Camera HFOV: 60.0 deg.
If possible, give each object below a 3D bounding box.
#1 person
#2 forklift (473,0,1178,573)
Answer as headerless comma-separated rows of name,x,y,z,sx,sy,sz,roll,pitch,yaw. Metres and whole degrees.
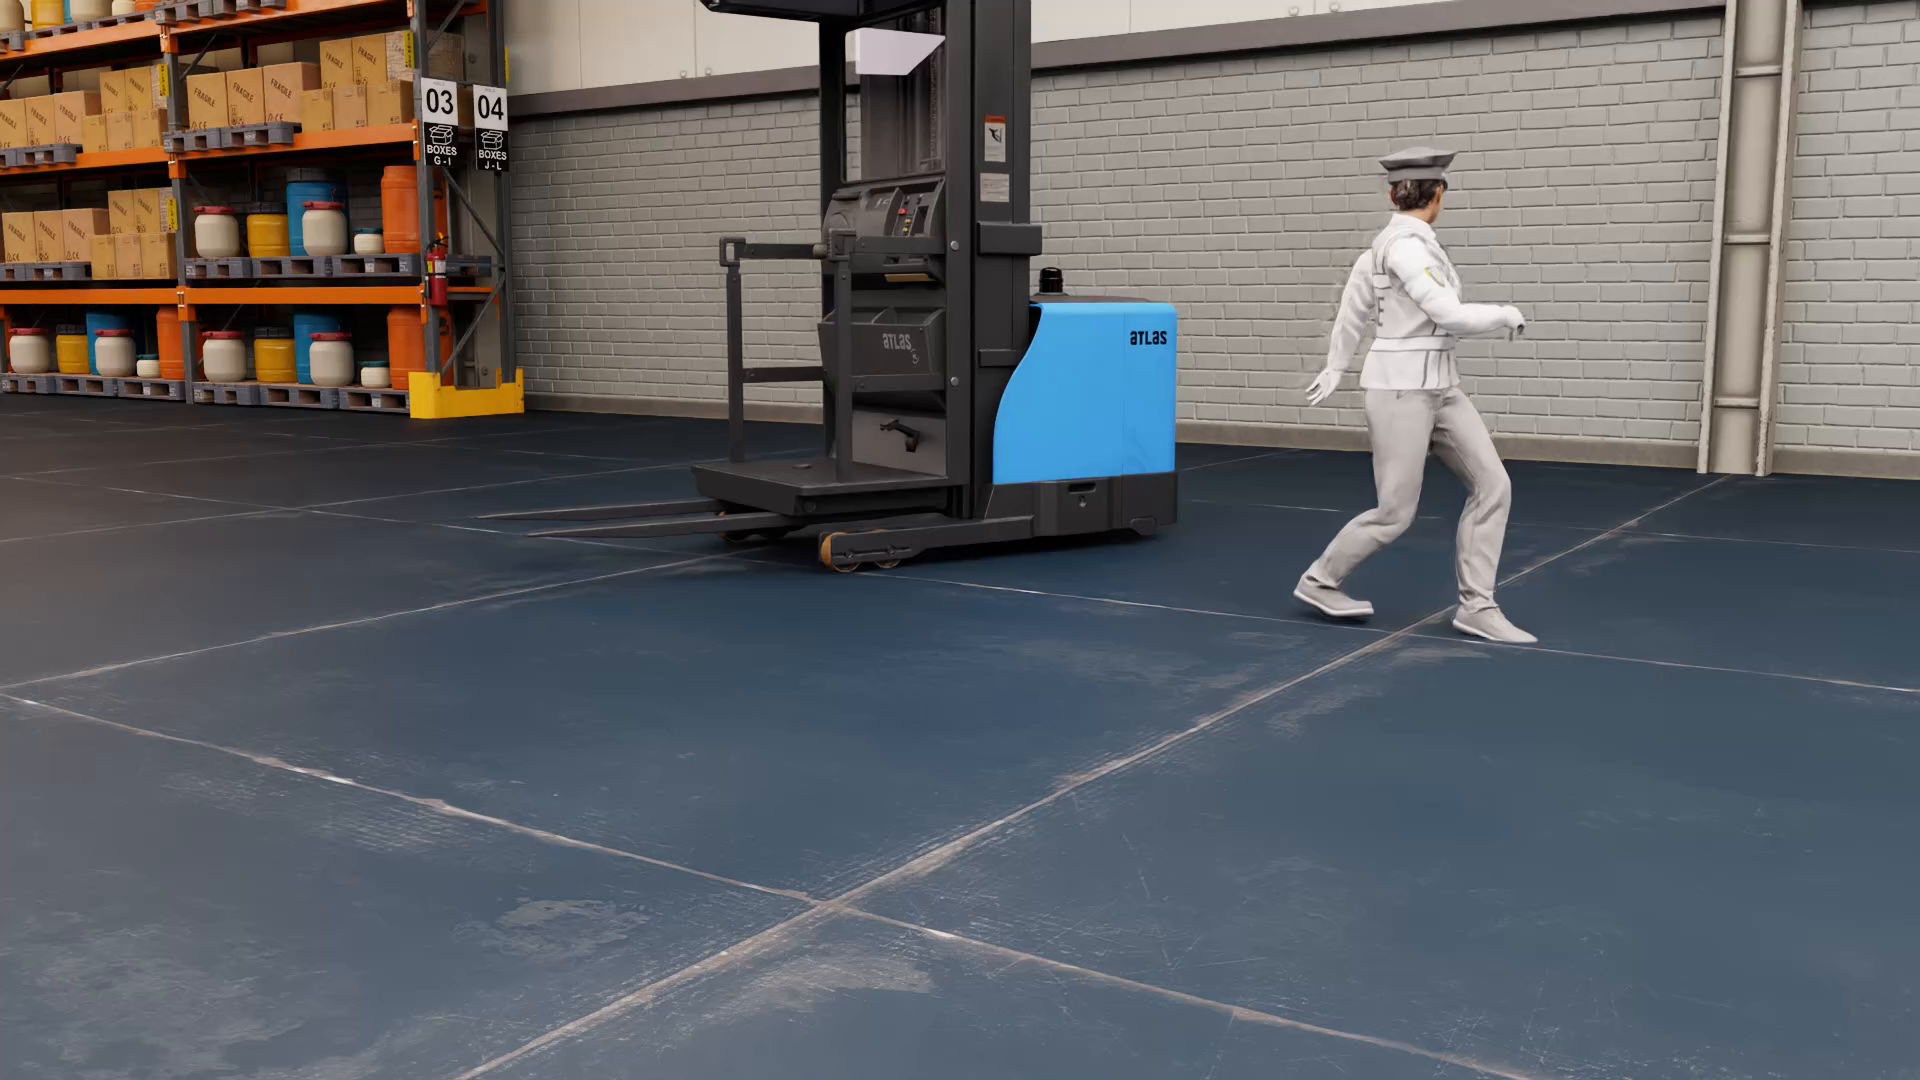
person,1.507,-0.476,5.478,0.883,1.599,0.506,5,10,32
forklift,-0.512,-1.404,7.066,3.031,2.935,1.130,-5,10,-33
